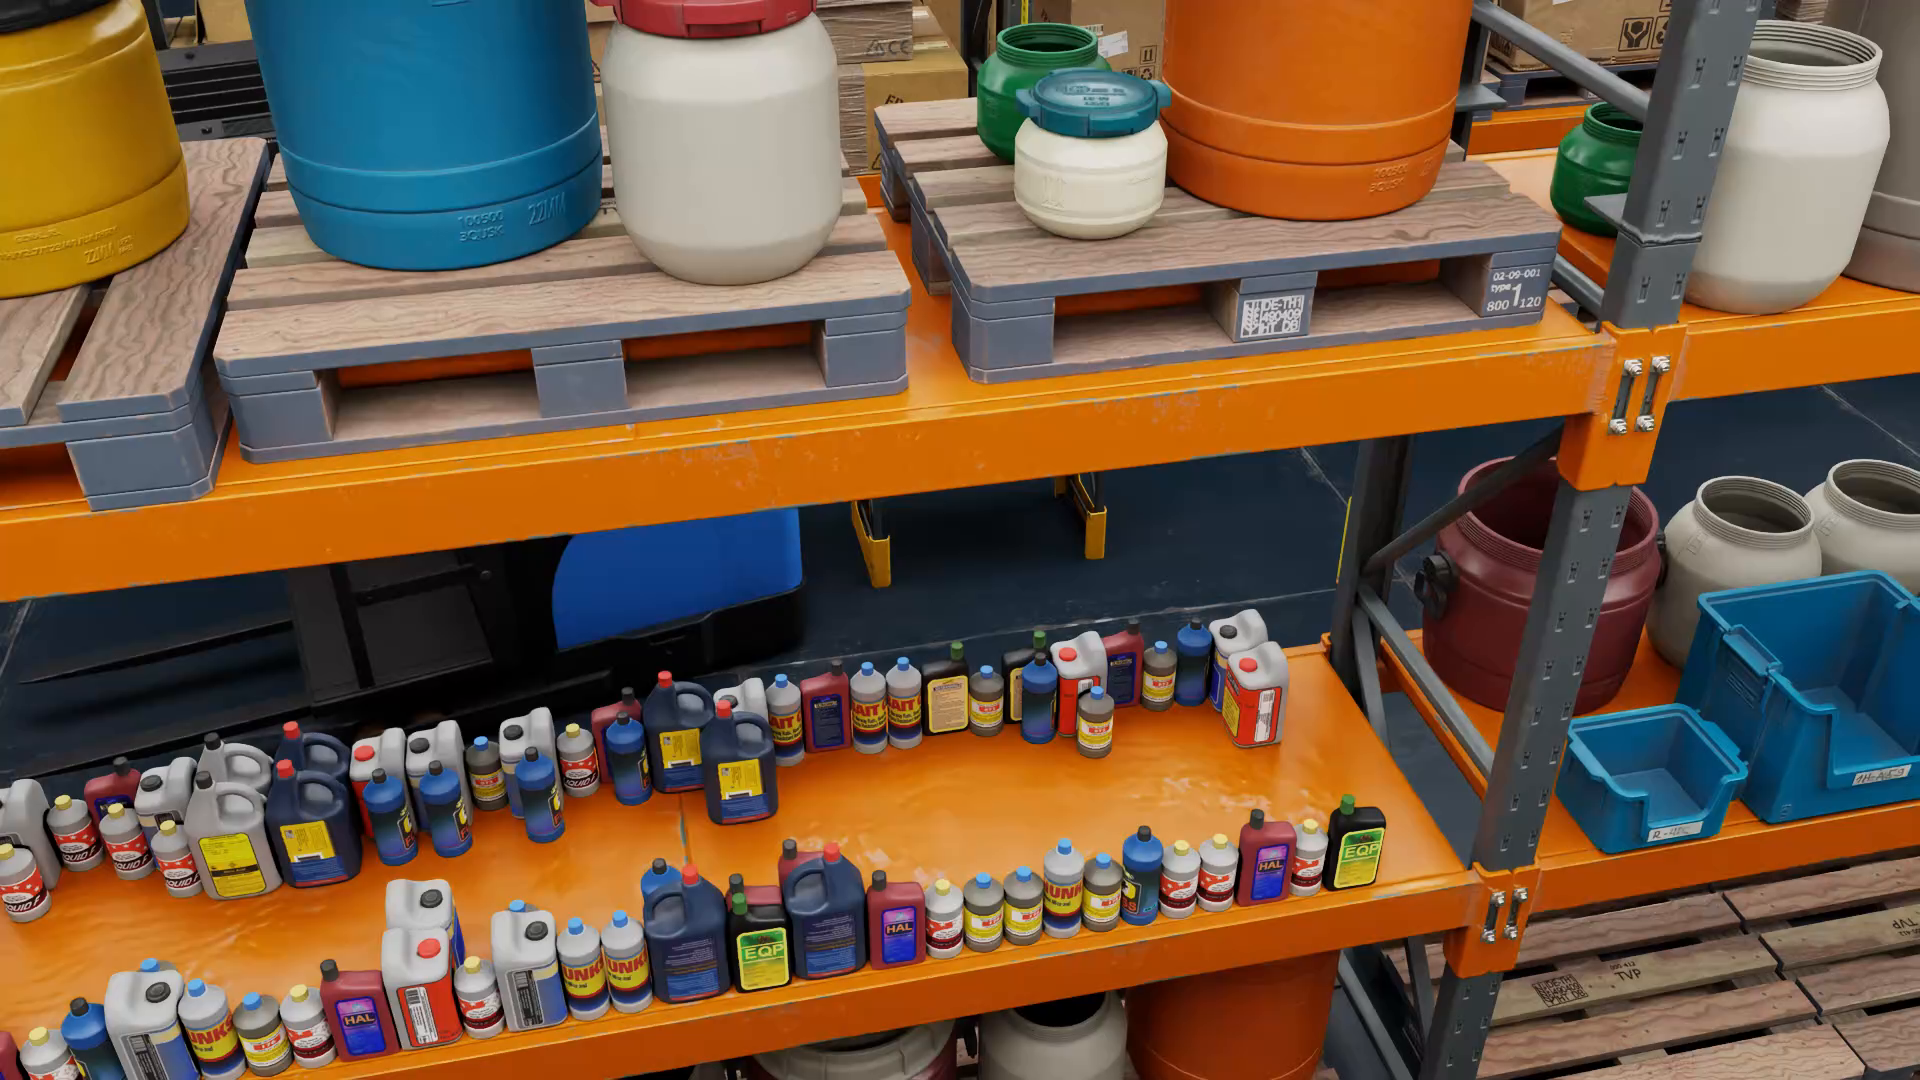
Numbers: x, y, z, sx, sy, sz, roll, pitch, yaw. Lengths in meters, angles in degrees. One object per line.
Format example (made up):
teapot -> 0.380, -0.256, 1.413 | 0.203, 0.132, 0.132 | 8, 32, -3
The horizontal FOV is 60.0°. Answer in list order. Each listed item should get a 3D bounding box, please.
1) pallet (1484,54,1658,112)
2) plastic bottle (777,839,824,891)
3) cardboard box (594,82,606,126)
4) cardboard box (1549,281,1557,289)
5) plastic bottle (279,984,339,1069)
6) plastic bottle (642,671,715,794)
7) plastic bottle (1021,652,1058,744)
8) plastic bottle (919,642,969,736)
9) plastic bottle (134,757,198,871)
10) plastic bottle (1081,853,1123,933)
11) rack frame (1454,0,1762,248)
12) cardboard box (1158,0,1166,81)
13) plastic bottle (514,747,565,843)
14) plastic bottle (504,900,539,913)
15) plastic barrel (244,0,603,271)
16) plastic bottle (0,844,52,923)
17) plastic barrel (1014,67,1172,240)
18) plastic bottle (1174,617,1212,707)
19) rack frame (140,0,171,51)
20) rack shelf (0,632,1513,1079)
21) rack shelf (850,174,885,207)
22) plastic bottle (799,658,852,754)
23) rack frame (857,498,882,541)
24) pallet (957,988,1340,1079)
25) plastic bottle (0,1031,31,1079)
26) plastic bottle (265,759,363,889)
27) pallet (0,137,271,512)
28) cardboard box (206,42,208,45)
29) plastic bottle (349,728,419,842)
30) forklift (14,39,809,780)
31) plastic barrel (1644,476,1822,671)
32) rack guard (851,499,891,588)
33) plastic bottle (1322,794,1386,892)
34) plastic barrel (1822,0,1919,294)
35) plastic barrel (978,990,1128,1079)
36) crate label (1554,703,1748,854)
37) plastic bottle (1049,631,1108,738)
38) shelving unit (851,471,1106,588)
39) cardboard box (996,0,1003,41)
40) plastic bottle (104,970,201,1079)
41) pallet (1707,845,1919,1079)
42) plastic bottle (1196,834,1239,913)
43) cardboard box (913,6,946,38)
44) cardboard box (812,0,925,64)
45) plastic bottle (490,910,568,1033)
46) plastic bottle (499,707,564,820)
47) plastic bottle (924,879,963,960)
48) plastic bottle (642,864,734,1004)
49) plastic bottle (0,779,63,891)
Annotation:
pallet -> 3.298, -2.686, 9.233 | 1.213, 0.211, 1.003 | -7, 35, -11
plastic bottle -> -0.361, 0.818, 3.944 | 0.133, 0.283, 0.061 | -7, 35, -11
cardboard box -> -1.742, -1.949, 7.873 | 0.500, 0.500, 0.500 | -7, 34, -10
cardboard box -> 3.472, -1.861, 9.680 | 0.500, 0.500, 0.700 | -10, 35, -14
plastic bottle -> -1.433, 1.059, 3.658 | 0.097, 0.201, 0.097 | 0, 34, 0
plastic bottle -> -0.736, 0.489, 4.373 | 0.185, 0.351, 0.144 | -7, 35, -11
plastic bottle -> 0.216, 0.423, 4.543 | 0.097, 0.271, 0.097 | 0, 34, 0
plastic bottle -> -0.044, 0.406, 4.558 | 0.133, 0.283, 0.061 | -7, 35, -11
plastic bottle -> -1.965, 0.677, 4.160 | 0.135, 0.276, 0.152 | -7, 35, -11
plastic bottle -> 0.340, 0.836, 3.991 | 0.097, 0.201, 0.097 | 0, 34, 0
rack frame -> 1.267, -2.088, 2.786 | 0.127, 3.000, 1.000 | -7, 35, -11
cardboard box -> 1.214, -2.716, 8.638 | 0.500, 0.500, 0.700 | -2, 34, -3
plastic bottle -> -1.070, 0.638, 4.223 | 0.097, 0.271, 0.097 | 0, 34, 0
plastic bottle -> -1.016, 0.920, 3.866 | 0.097, 0.201, 0.097 | 0, 34, 0
plastic barrel -> -1.004, -1.026, 3.068 | 0.708, 0.901, 0.600 | -7, 35, -11
plastic bottle -> -2.276, 0.819, 4.016 | 0.097, 0.201, 0.097 | 0, 34, 0
plastic barrel -> 0.253, -0.748, 3.228 | 0.301, 0.262, 0.301 | 0, 34, 0
plastic bottle -> 0.654, 0.334, 4.677 | 0.097, 0.271, 0.097 | 0, 34, 0
rack frame -> -3.727, -1.797, 7.736 | 0.127, 3.000, 1.000 | -7, 35, -11
rack shelf -> -0.684, 0.948, 4.291 | 4.000, 0.370, 1.077 | -7, 35, -11
rack shelf -> -1.777, -1.744, 8.303 | 4.000, 0.370, 1.077 | -7, 35, -11
plastic bottle -> -0.364, 0.446, 4.498 | 0.133, 0.283, 0.061 | -7, 35, -11
rack frame -> -0.413, -0.571, 7.255 | 0.032, 1.500, 0.500 | -7, 35, -11
pallet -> 0.507, 1.681, 5.056 | 1.213, 0.211, 1.003 | -7, 35, -11
plastic bottle -> -2.053, 1.114, 3.503 | 0.133, 0.283, 0.061 | -7, 35, -11
plastic bottle -> -1.598, 0.680, 4.089 | 0.185, 0.351, 0.144 | -7, 35, -11
pallet -> -1.892, -0.422, 3.164 | 1.003, 0.211, 1.213 | -7, 35, -11
cardboard box -> -5.253, -3.505, 11.928 | 0.250, 0.149, 0.380 | -7, 34, -10
plastic bottle -> -1.473, 0.615, 4.252 | 0.135, 0.276, 0.152 | -7, 35, -11
forklift -> -2.205, -0.682, 6.135 | 3.031, 2.935, 1.130 | -14, 36, -20
plastic barrel -> 2.223, 0.114, 4.788 | 0.421, 0.512, 0.421 | 0, 34, 0
rack guard -> -0.411, -0.052, 7.603 | 0.087, 0.250, 0.587 | -7, 35, -11
plastic bottle -> 0.966, 0.733, 4.070 | 0.133, 0.283, 0.061 | -7, 35, -11
plastic barrel -> 2.116, -1.033, 3.456 | 0.600, 0.901, 0.600 | 0, 34, 0
plastic barrel -> 0.262, 1.449, 4.754 | 0.421, 0.512, 0.421 | 0, 34, 0
crate label -> 1.760, 0.625, 4.277 | 0.416, 0.233, 0.303 | -7, 35, -11
plastic bottle -> 0.322, 0.389, 4.590 | 0.135, 0.276, 0.152 | -7, 35, -11
shelving unit -> 0.074, -0.632, 7.346 | 1.083, 1.500, 0.587 | -7, 35, -11
cardboard box -> 0.644, -4.372, 13.216 | 0.750, 0.750, 1.050 | -7, 34, -10
plastic bottle -> -1.742, 1.052, 3.602 | 0.135, 0.276, 0.152 | -7, 35, -11
pallet -> 3.218, 1.339, 5.565 | 1.213, 0.211, 1.003 | -7, 35, -11
plastic bottle -> 0.625, 0.800, 4.044 | 0.097, 0.201, 0.097 | 0, 34, 0
cardboard box -> -0.360, -2.418, 8.572 | 0.500, 0.500, 0.500 | -6, 34, -9
cardboard box -> -0.543, -2.666, 8.040 | 0.637, 0.503, 0.797 | -6, 34, -9
plastic bottle -> -0.970, 0.954, 3.747 | 0.135, 0.276, 0.152 | -7, 35, -11
plastic bottle -> -1.116, 0.570, 4.320 | 0.135, 0.276, 0.152 | -7, 35, -11
plastic bottle -> -0.040, 0.884, 3.920 | 0.097, 0.201, 0.097 | 0, 34, 0
plastic bottle -> -0.623, 0.882, 3.788 | 0.185, 0.351, 0.144 | -7, 35, -11
plastic bottle -> -2.322, 0.722, 4.093 | 0.135, 0.276, 0.152 | -7, 35, -11
